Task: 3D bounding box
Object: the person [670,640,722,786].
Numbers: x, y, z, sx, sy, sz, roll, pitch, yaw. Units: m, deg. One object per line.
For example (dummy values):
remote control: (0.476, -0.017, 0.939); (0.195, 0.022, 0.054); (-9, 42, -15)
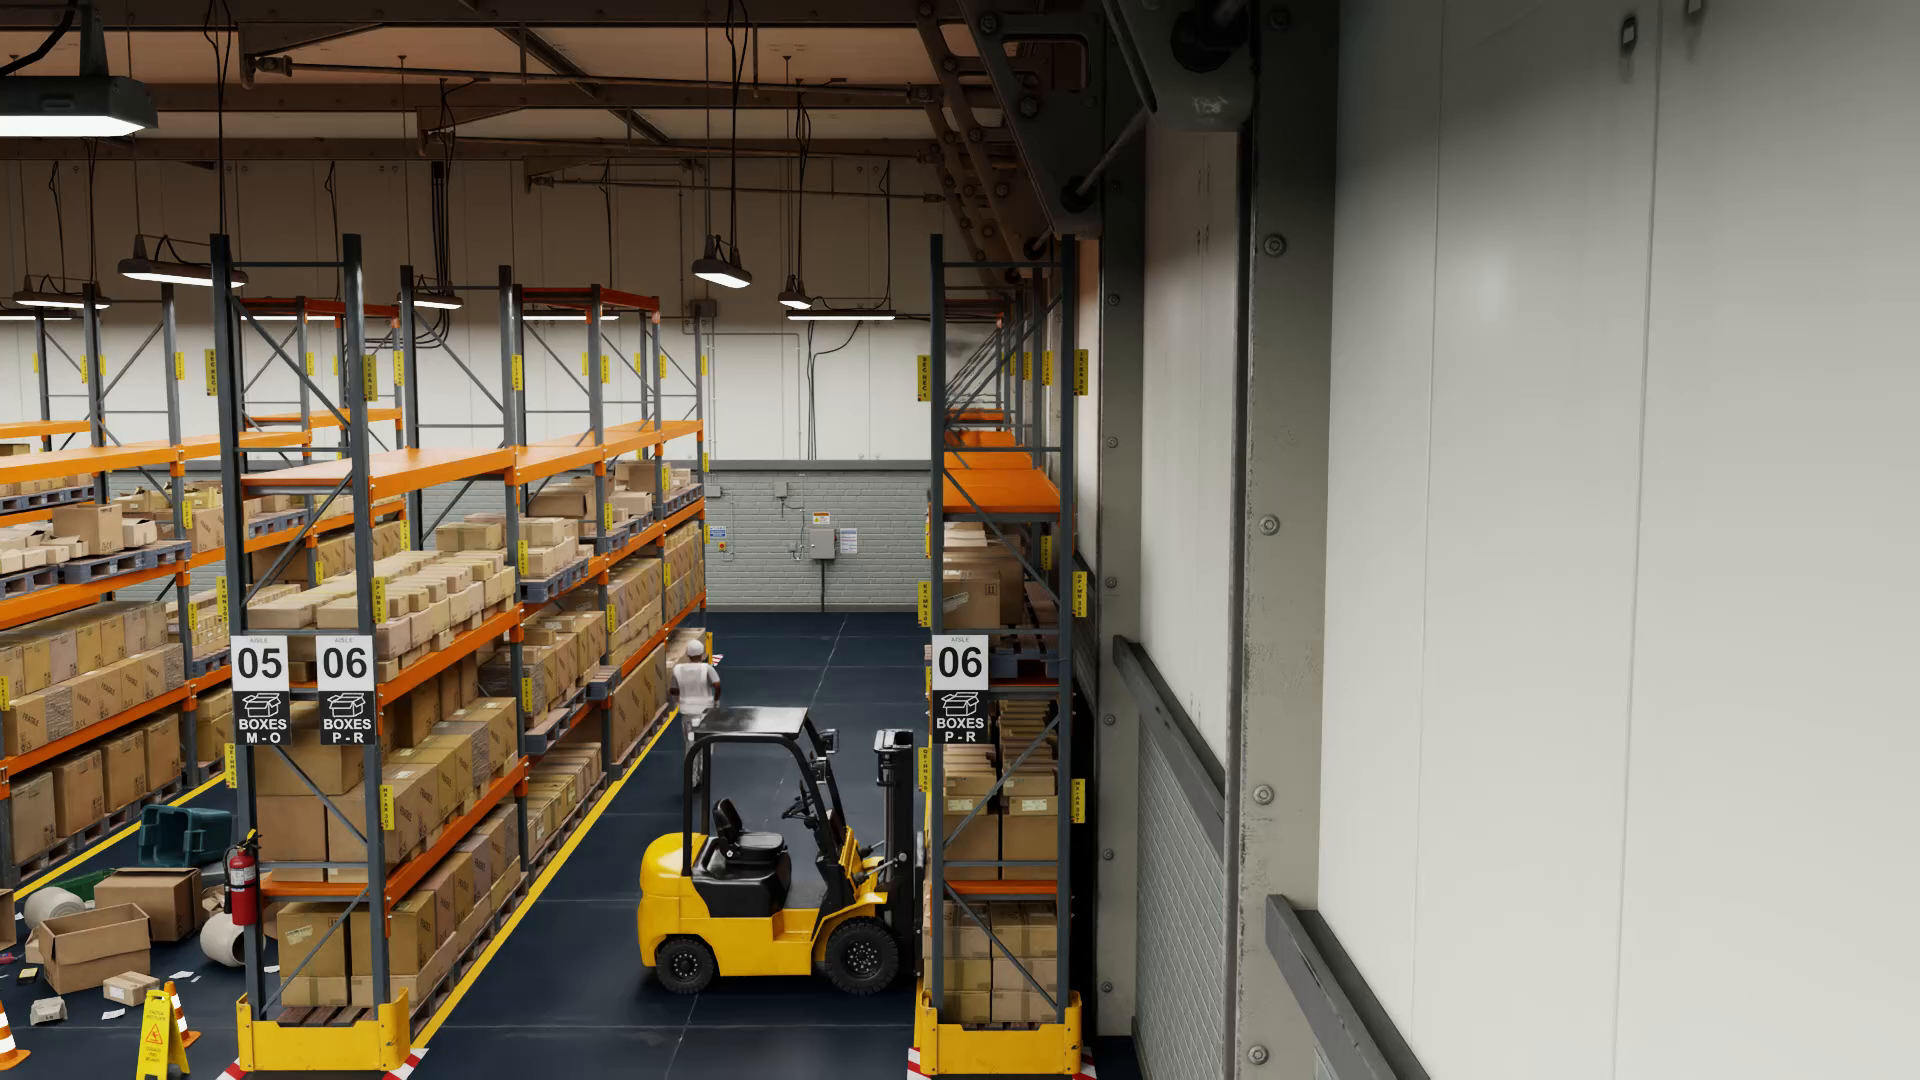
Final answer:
person: (-3.159, 2.075, 20.085); (0.660, 1.791, 0.656); (0, 6, 0)
